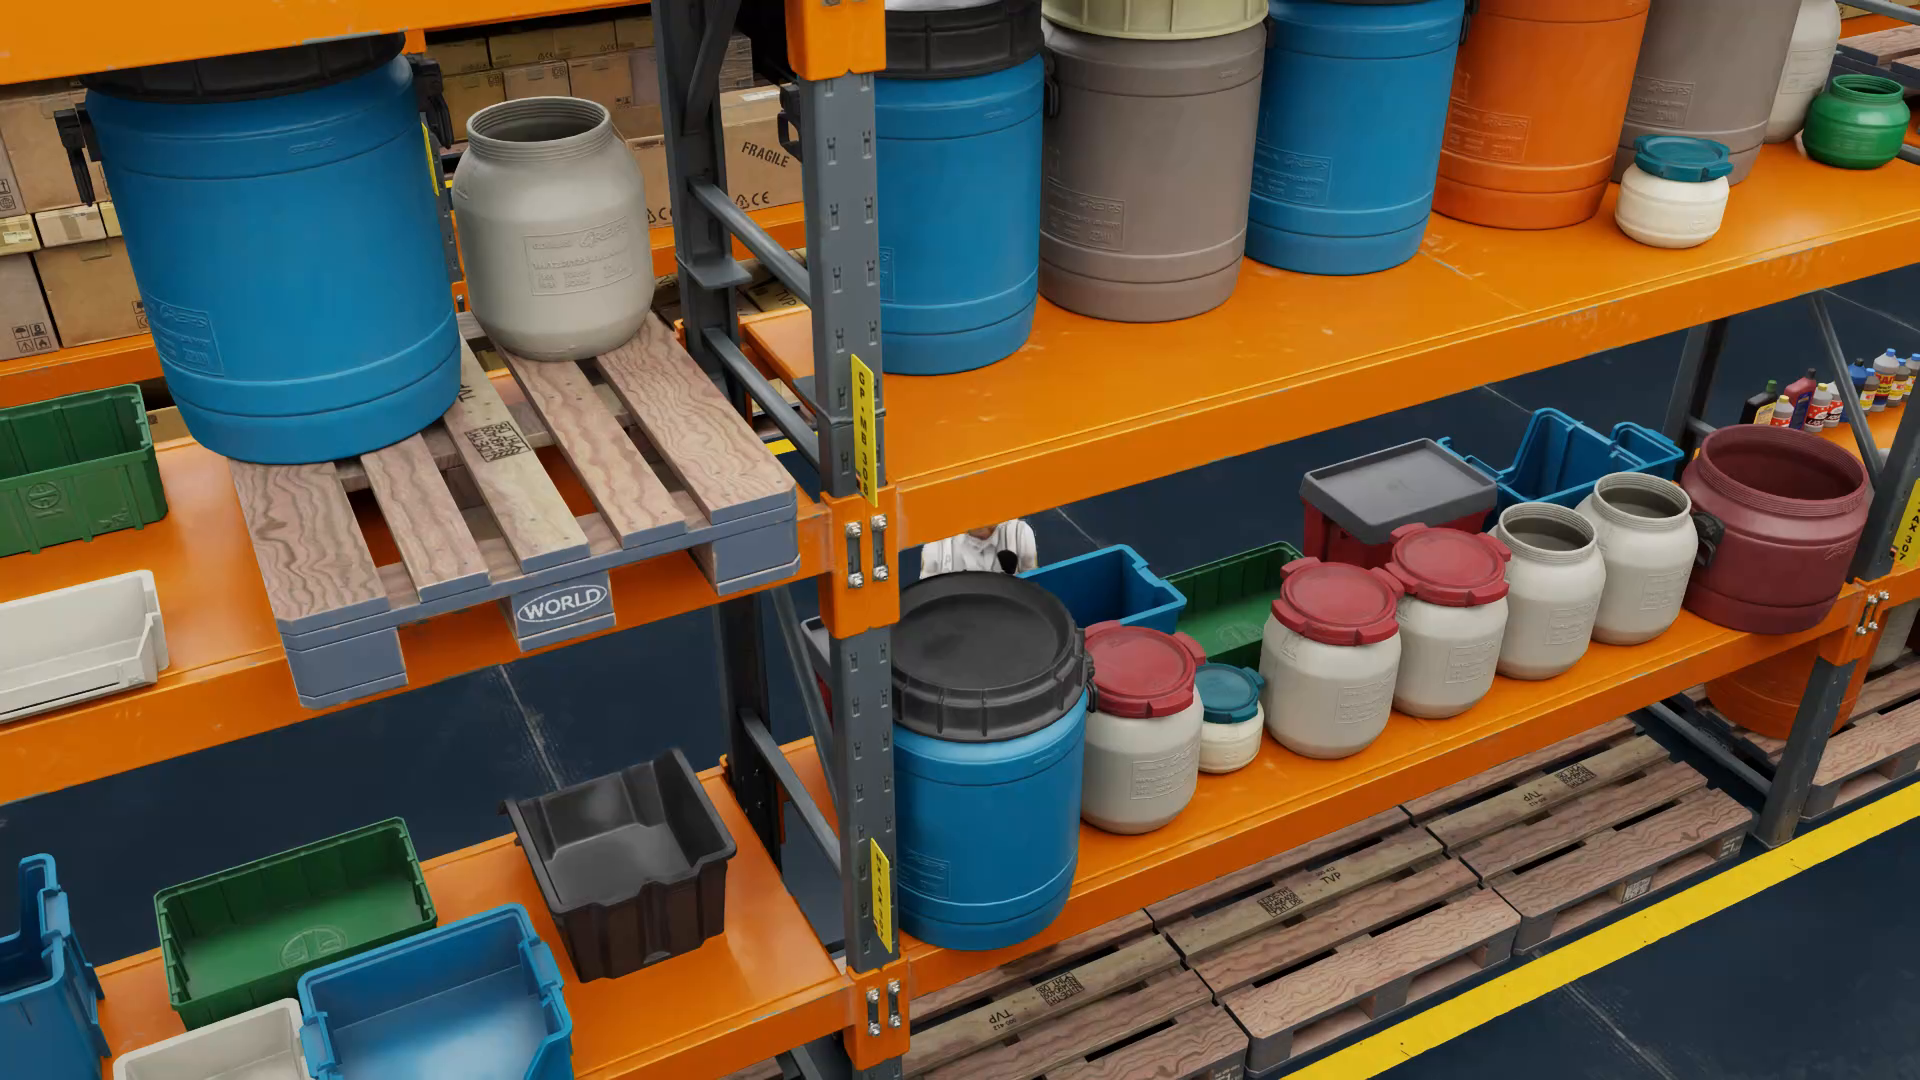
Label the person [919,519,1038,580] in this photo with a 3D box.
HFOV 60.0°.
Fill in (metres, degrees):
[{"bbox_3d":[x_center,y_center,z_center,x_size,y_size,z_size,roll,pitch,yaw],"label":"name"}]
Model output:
[{"bbox_3d":[0.081,0.400,6.515,0.506,1.626,0.898,-1,33,-2],"label":"person"}]
